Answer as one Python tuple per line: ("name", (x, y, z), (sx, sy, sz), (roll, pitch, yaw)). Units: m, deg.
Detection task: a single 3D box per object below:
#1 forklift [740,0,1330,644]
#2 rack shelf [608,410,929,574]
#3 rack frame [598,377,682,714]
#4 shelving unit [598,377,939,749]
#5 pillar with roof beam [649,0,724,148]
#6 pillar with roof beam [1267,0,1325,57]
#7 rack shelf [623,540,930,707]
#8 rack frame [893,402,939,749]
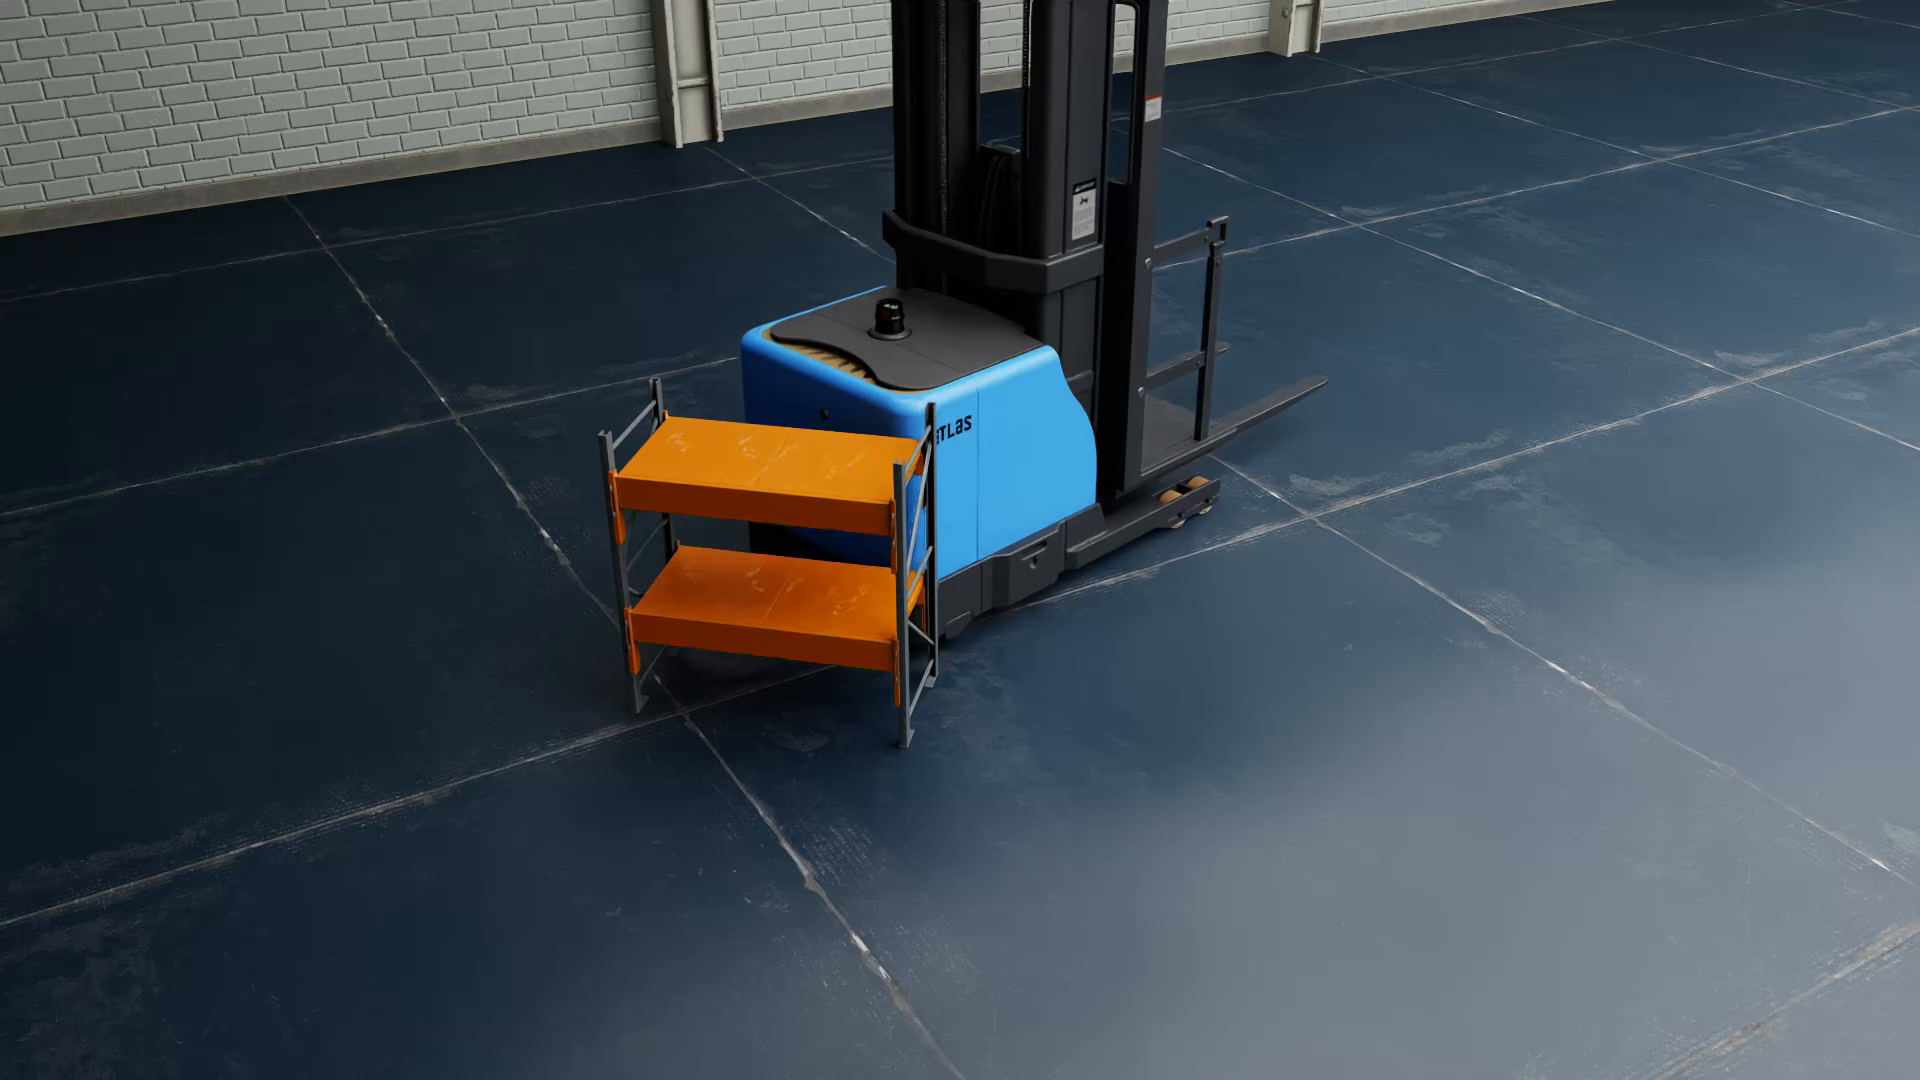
("forklift", (0.525, -1.493, 6.922), (3.031, 2.935, 1.130), (-25, 38, -38))
("rack shelf", (-0.647, -0.179, 5.804), (1.000, 0.278, 0.538), (6, 29, 11))
("rack frame", (-1.144, 0.026, 6.039), (0.032, 1.125, 0.500), (6, 29, 11))
("shelving unit", (-0.647, 0.078, 5.945), (1.048, 1.125, 0.538), (6, 29, 11))
("pillar with roof beam", (0.113, -5.241, 7.434), (0.400, 9.000, 9.100), (-16, 33, -26))
("pillar with roof beam", (5.286, -6.710, 10.095), (0.400, 9.000, 9.100), (-16, 33, -26))
("rack shelf", (-0.647, 0.292, 6.063), (1.000, 0.278, 0.538), (6, 29, 11))
("rack frame", (-0.150, 0.129, 5.852), (0.032, 1.125, 0.500), (6, 29, 11))
